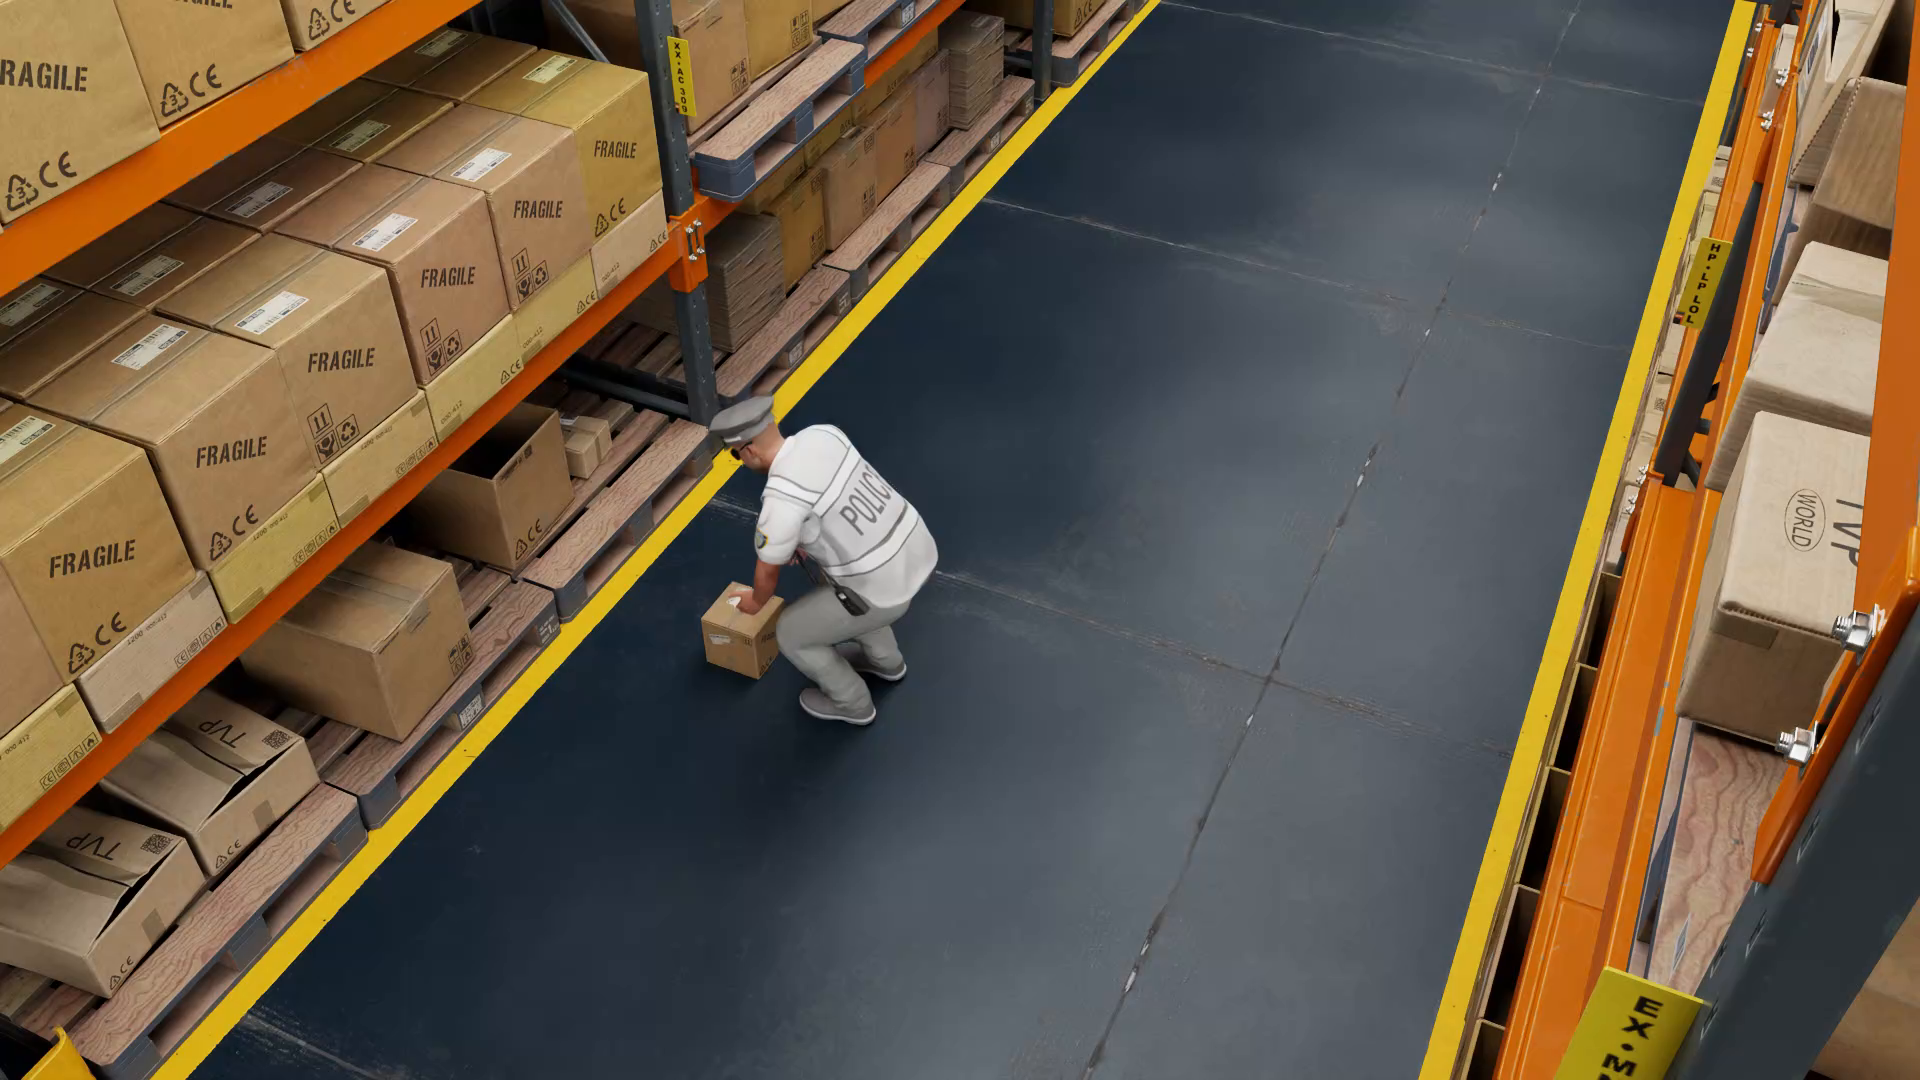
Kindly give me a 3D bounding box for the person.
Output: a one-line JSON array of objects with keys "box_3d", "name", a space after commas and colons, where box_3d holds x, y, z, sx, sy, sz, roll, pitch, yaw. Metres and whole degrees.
[{"box_3d": [-0.514, 0.096, 6.331, 0.826, 1.381, 0.590, 17, 45, 19], "name": "person"}]
